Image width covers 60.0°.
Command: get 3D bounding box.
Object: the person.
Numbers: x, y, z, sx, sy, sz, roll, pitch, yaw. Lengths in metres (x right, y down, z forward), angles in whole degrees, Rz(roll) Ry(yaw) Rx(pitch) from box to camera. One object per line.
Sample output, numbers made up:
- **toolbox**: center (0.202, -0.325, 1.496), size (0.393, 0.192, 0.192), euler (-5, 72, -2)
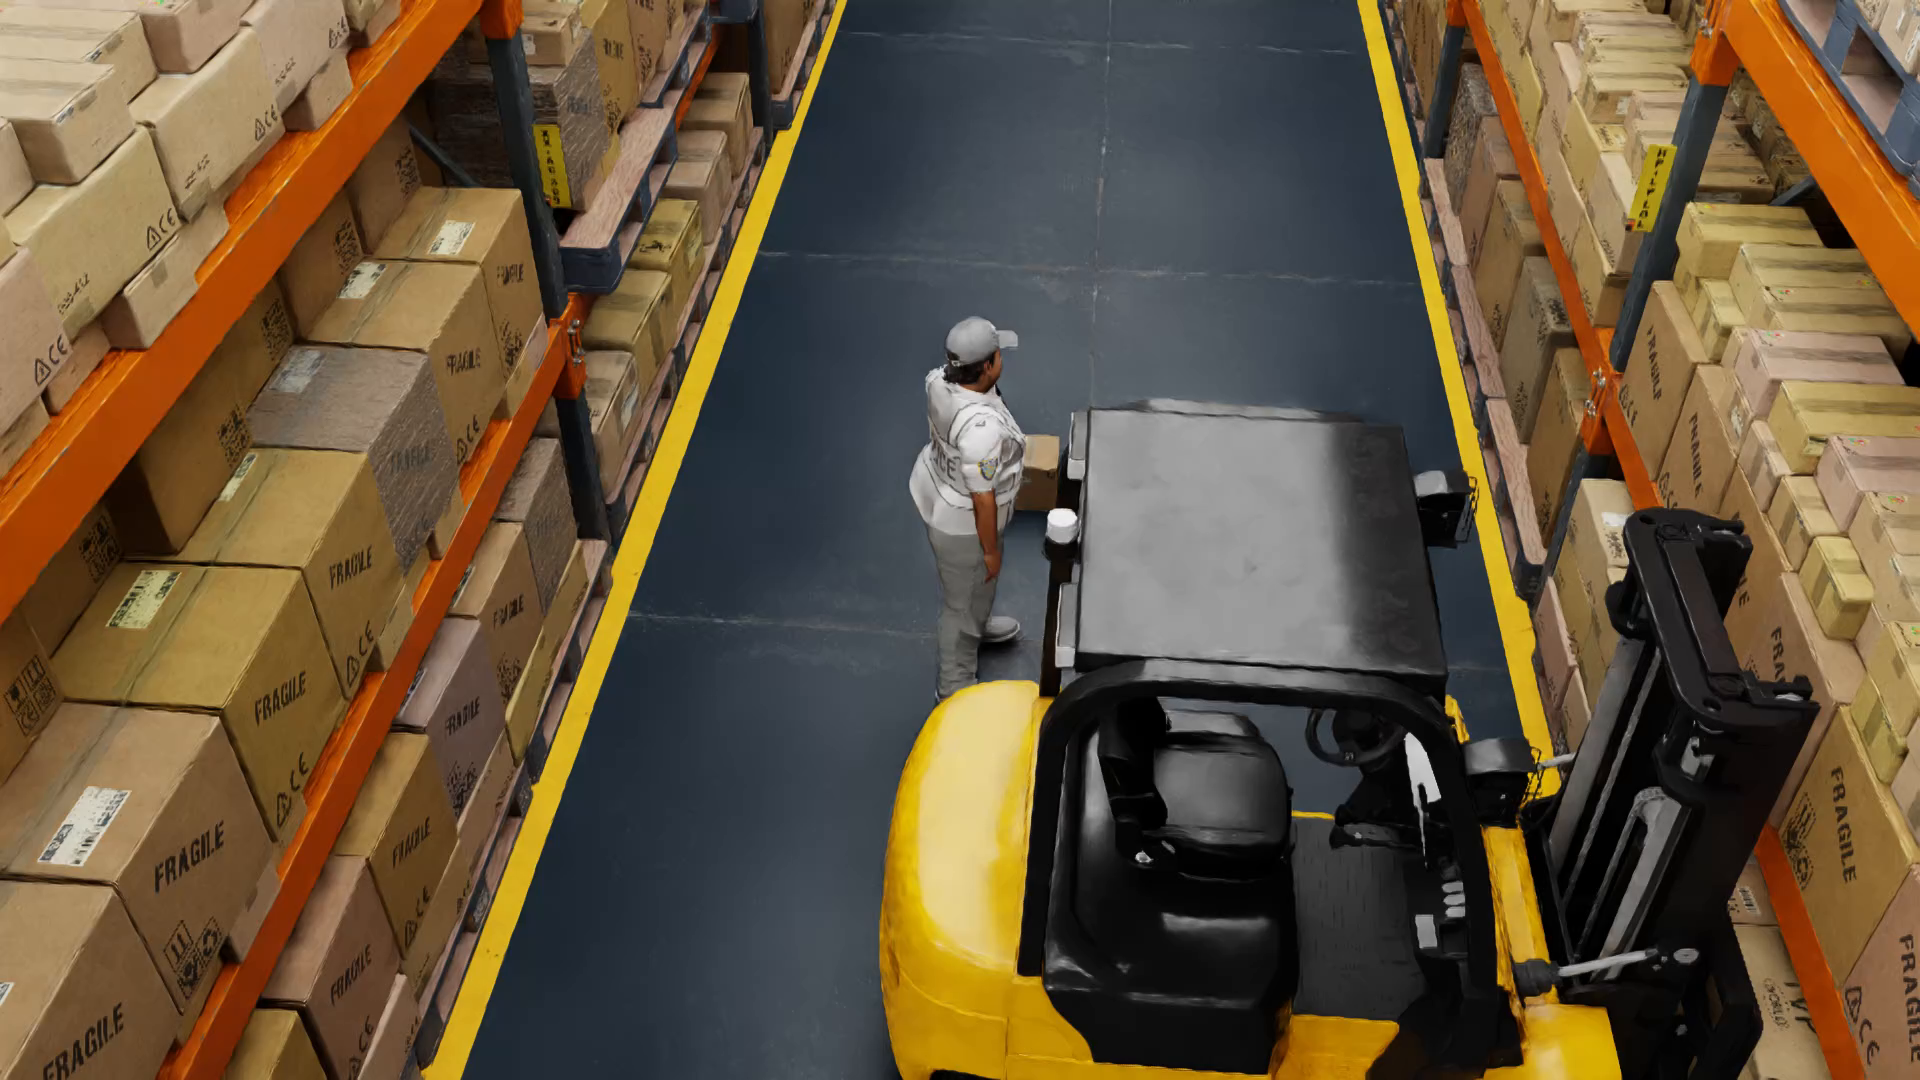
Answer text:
- **person**: center (0.026, -0.133, 6.214), size (0.392, 1.591, 0.534), euler (-11, 42, -13)
